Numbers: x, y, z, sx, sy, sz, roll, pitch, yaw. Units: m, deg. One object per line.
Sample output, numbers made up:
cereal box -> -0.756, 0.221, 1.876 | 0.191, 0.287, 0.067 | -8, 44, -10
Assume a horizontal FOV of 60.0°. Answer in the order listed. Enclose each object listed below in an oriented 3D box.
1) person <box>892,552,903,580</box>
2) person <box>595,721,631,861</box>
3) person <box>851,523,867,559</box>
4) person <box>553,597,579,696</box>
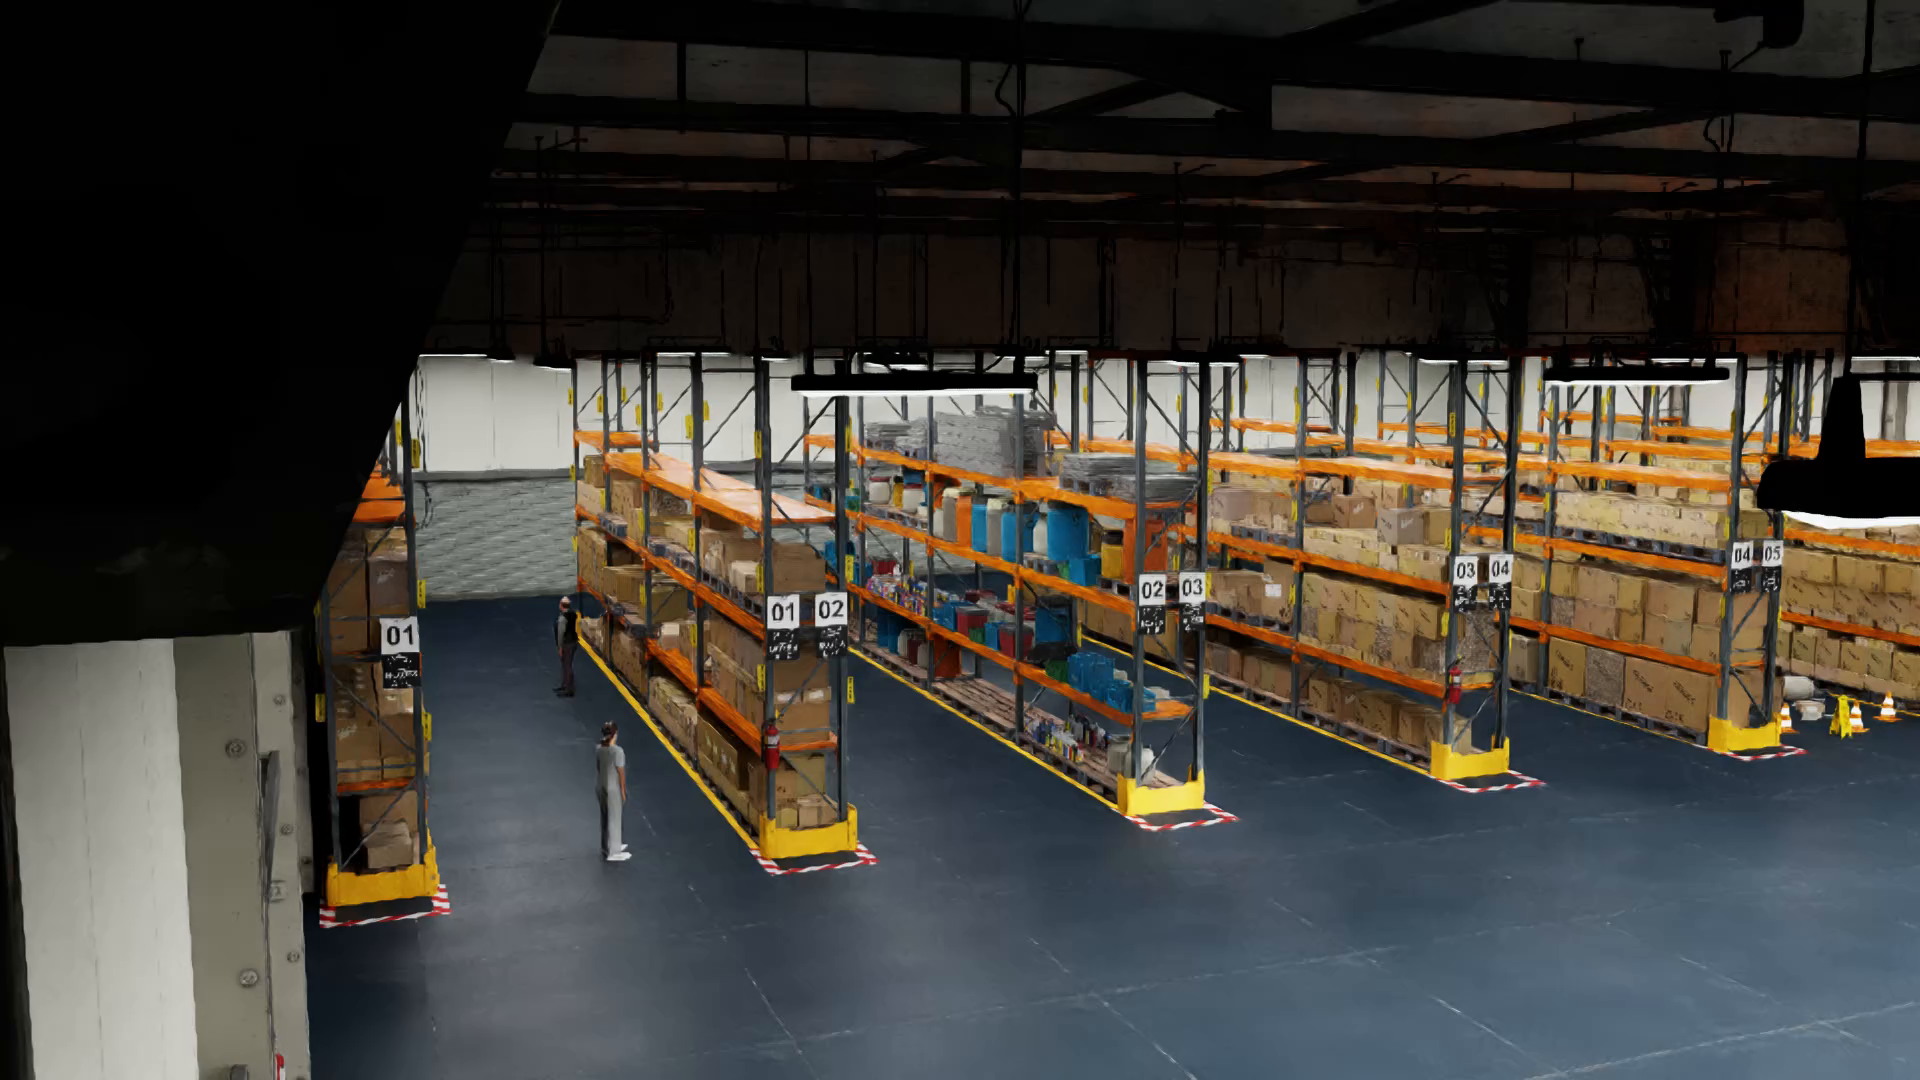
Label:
person -> -1.438, 1.055, 35.995 | 0.490, 1.597, 0.999 | -4, 8, -29
person -> -4.176, 3.000, 20.075 | 0.496, 1.675, 0.441 | 6, 9, 39
person -> -2.509, 0.346, 41.902 | 0.462, 1.587, 0.512 | 2, 7, 18
person -> -6.944, 1.853, 29.142 | 0.494, 1.713, 0.569 | 1, 7, 10
